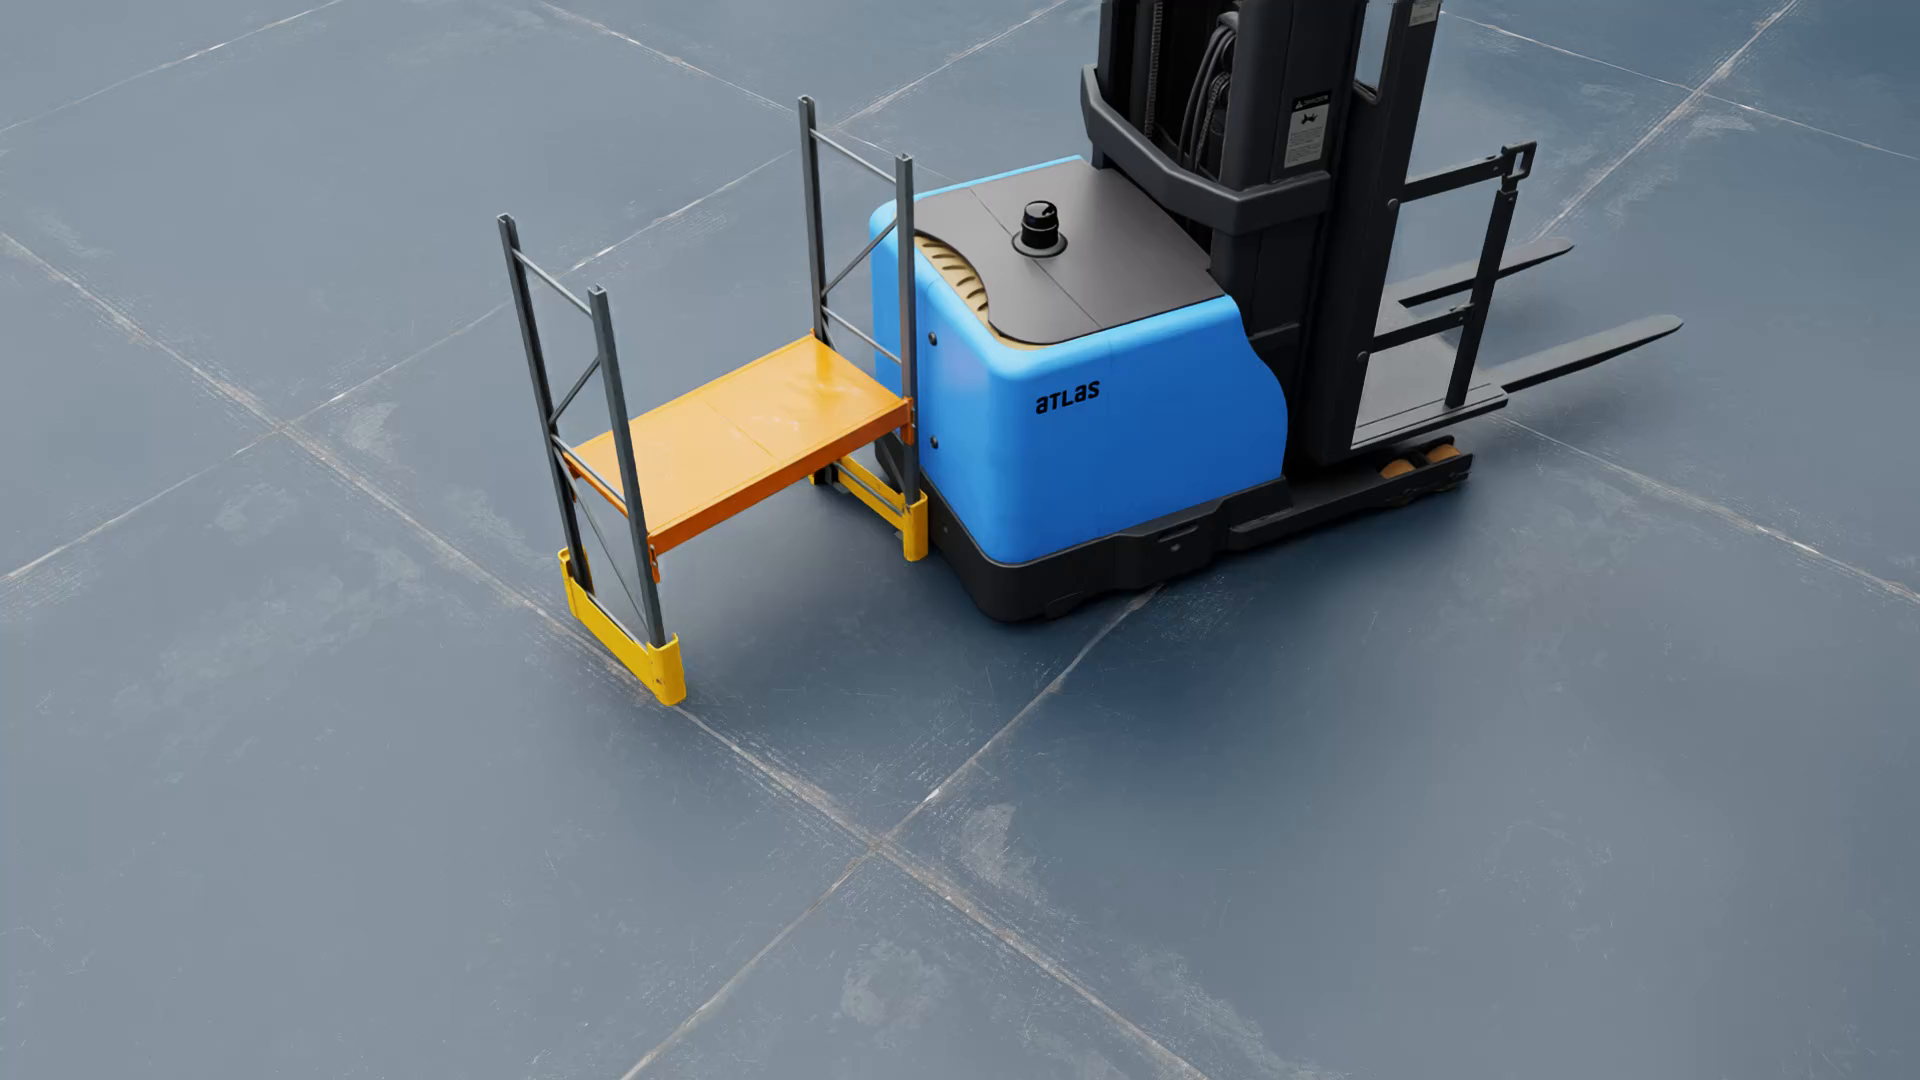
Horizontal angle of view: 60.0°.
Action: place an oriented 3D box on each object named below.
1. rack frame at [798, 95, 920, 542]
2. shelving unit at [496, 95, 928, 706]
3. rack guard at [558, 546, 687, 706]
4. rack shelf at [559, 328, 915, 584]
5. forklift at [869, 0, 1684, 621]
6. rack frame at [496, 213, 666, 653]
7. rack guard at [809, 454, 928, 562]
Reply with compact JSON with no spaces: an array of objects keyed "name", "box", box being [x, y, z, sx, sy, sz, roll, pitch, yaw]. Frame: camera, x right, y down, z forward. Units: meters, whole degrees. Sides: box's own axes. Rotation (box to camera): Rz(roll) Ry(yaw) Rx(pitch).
[{"name":"rack frame","box":[-0.310,-0.649,5.349,0.032,1.500,0.500,-31,50,-29]},{"name":"shelving unit","box":[-0.698,-0.419,5.096,1.083,1.500,0.587,-31,50,-29]},{"name":"rack guard","box":[-1.072,0.265,5.273,0.087,0.250,0.587,-31,50,-29]},{"name":"rack shelf","box":[-0.691,-0.290,5.221,1.000,0.185,0.538,-31,50,-29]},{"name":"forklift","box":[1.249,-1.506,5.227,3.031,2.935,1.130,-18,45,-19]},{"name":"rack frame","box":[-1.073,-0.197,4.852,0.032,1.500,0.500,-31,50,-29]},{"name":"rack guard","box":[-0.324,-0.178,5.760,0.087,0.250,0.587,-31,50,-29]}]
